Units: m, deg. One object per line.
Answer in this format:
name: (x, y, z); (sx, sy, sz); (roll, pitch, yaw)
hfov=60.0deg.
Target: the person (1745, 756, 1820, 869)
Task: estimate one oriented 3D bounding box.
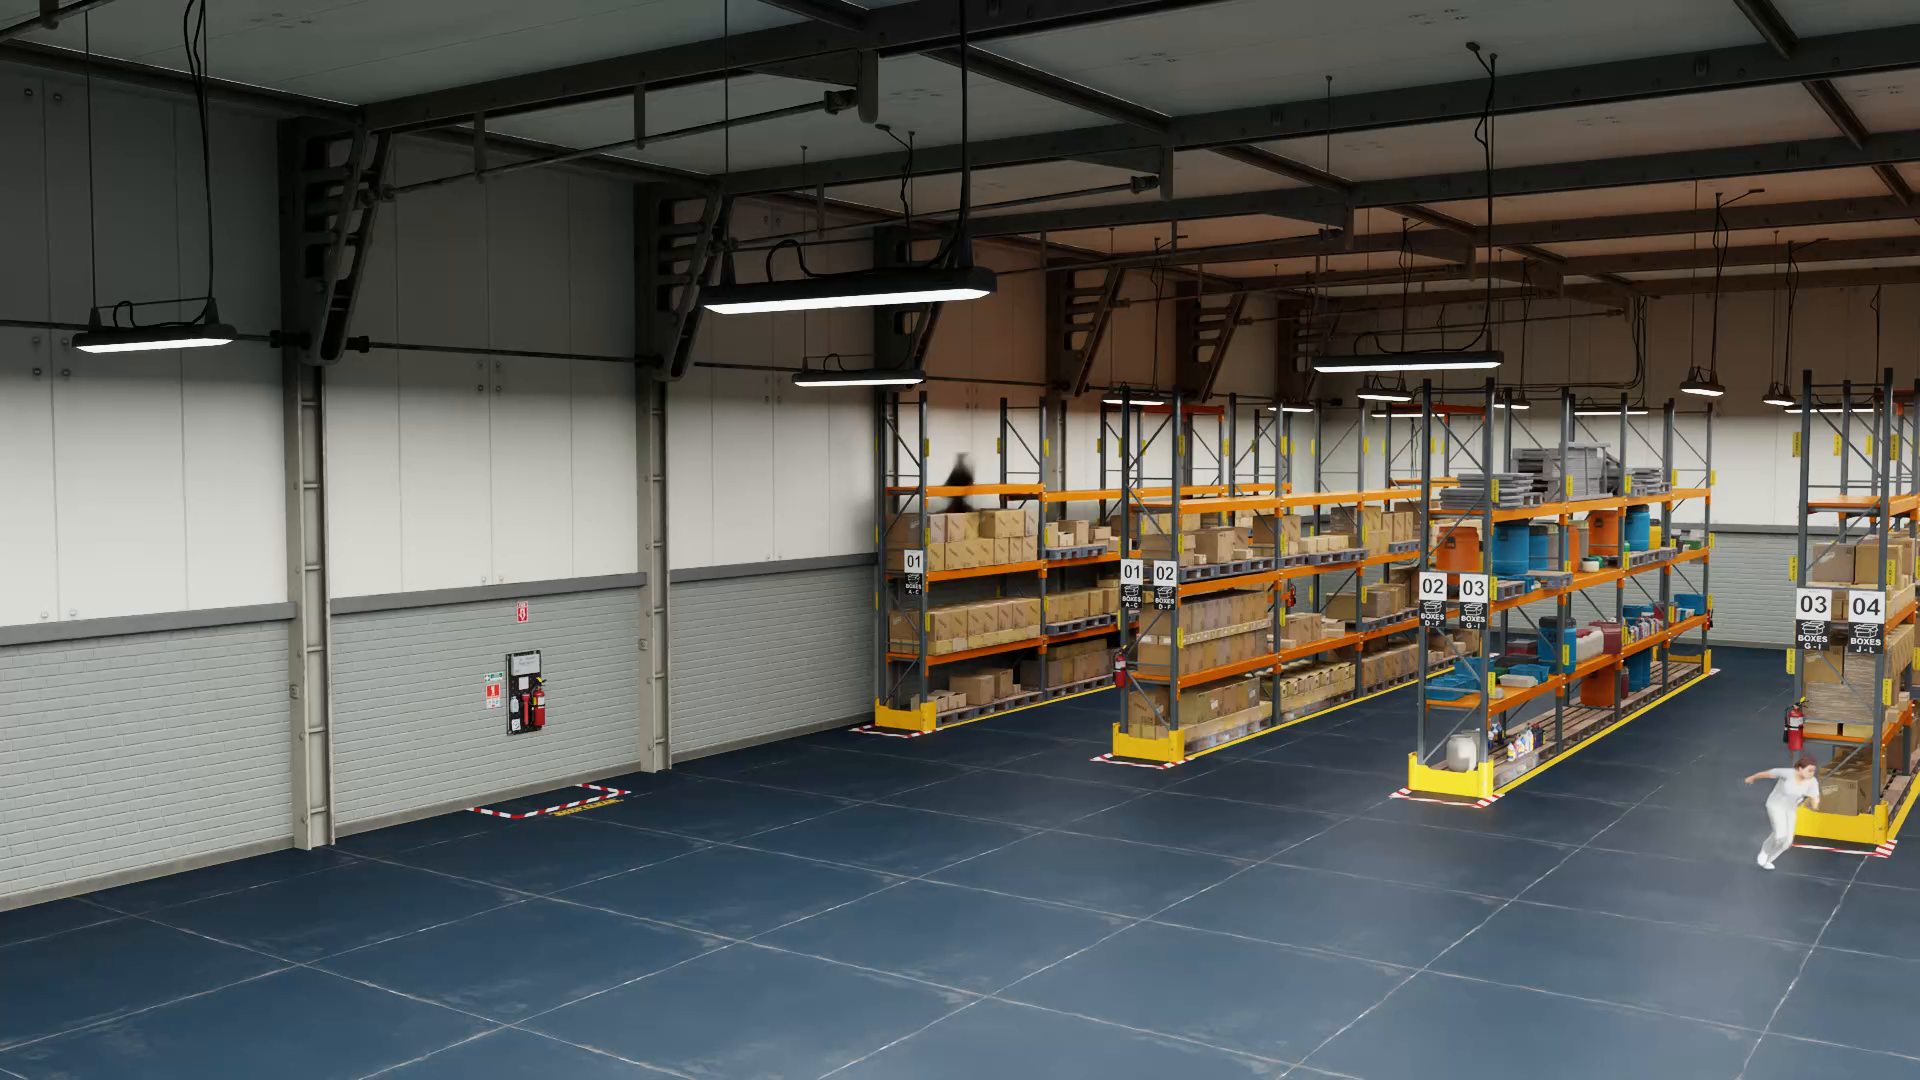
person: (9.675, 3.193, 19.442); (0.588, 1.435, 0.932); (0, 3, -3)
